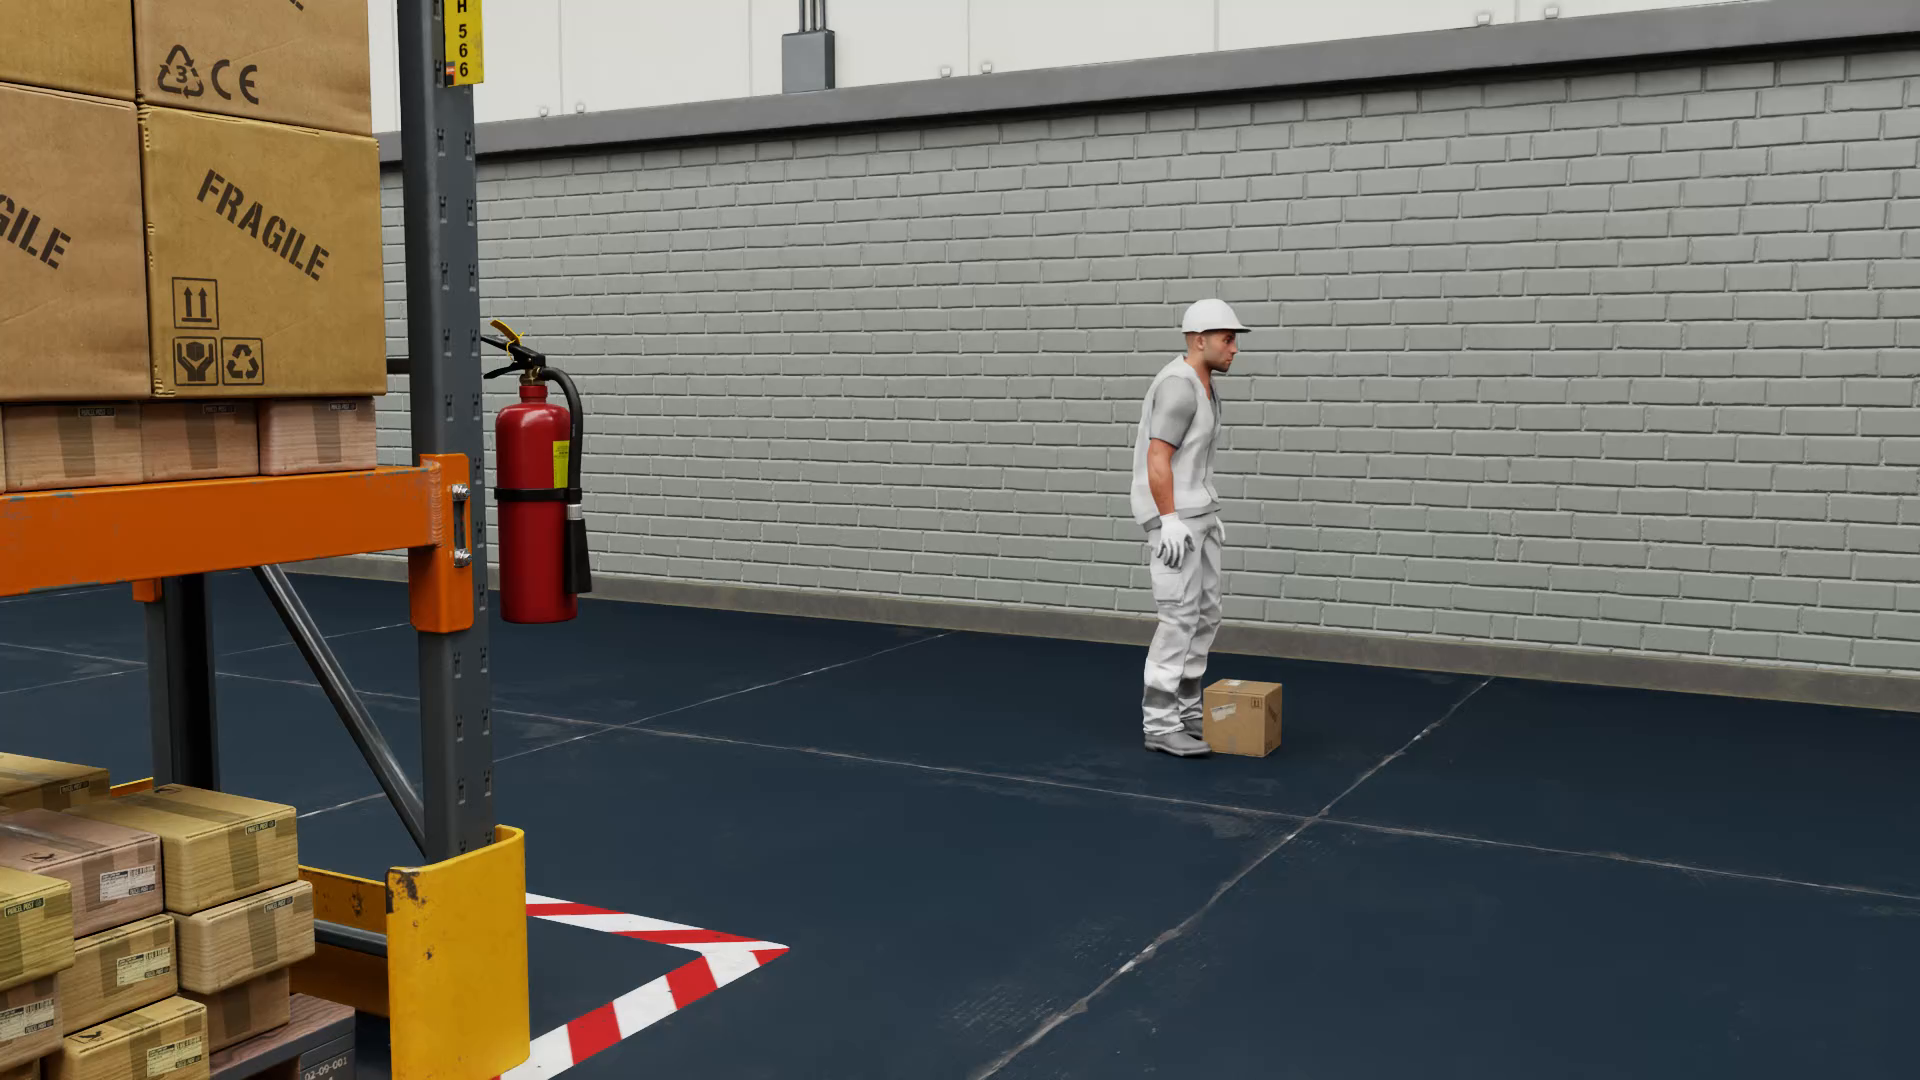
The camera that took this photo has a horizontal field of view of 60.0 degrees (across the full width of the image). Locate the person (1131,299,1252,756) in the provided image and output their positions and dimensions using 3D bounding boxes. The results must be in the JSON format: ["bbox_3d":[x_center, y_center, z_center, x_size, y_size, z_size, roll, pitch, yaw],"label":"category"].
[{"bbox_3d":[0.921,-0.064,6.636,0.451,1.777,0.610,3,6,25],"label":"person"}]
